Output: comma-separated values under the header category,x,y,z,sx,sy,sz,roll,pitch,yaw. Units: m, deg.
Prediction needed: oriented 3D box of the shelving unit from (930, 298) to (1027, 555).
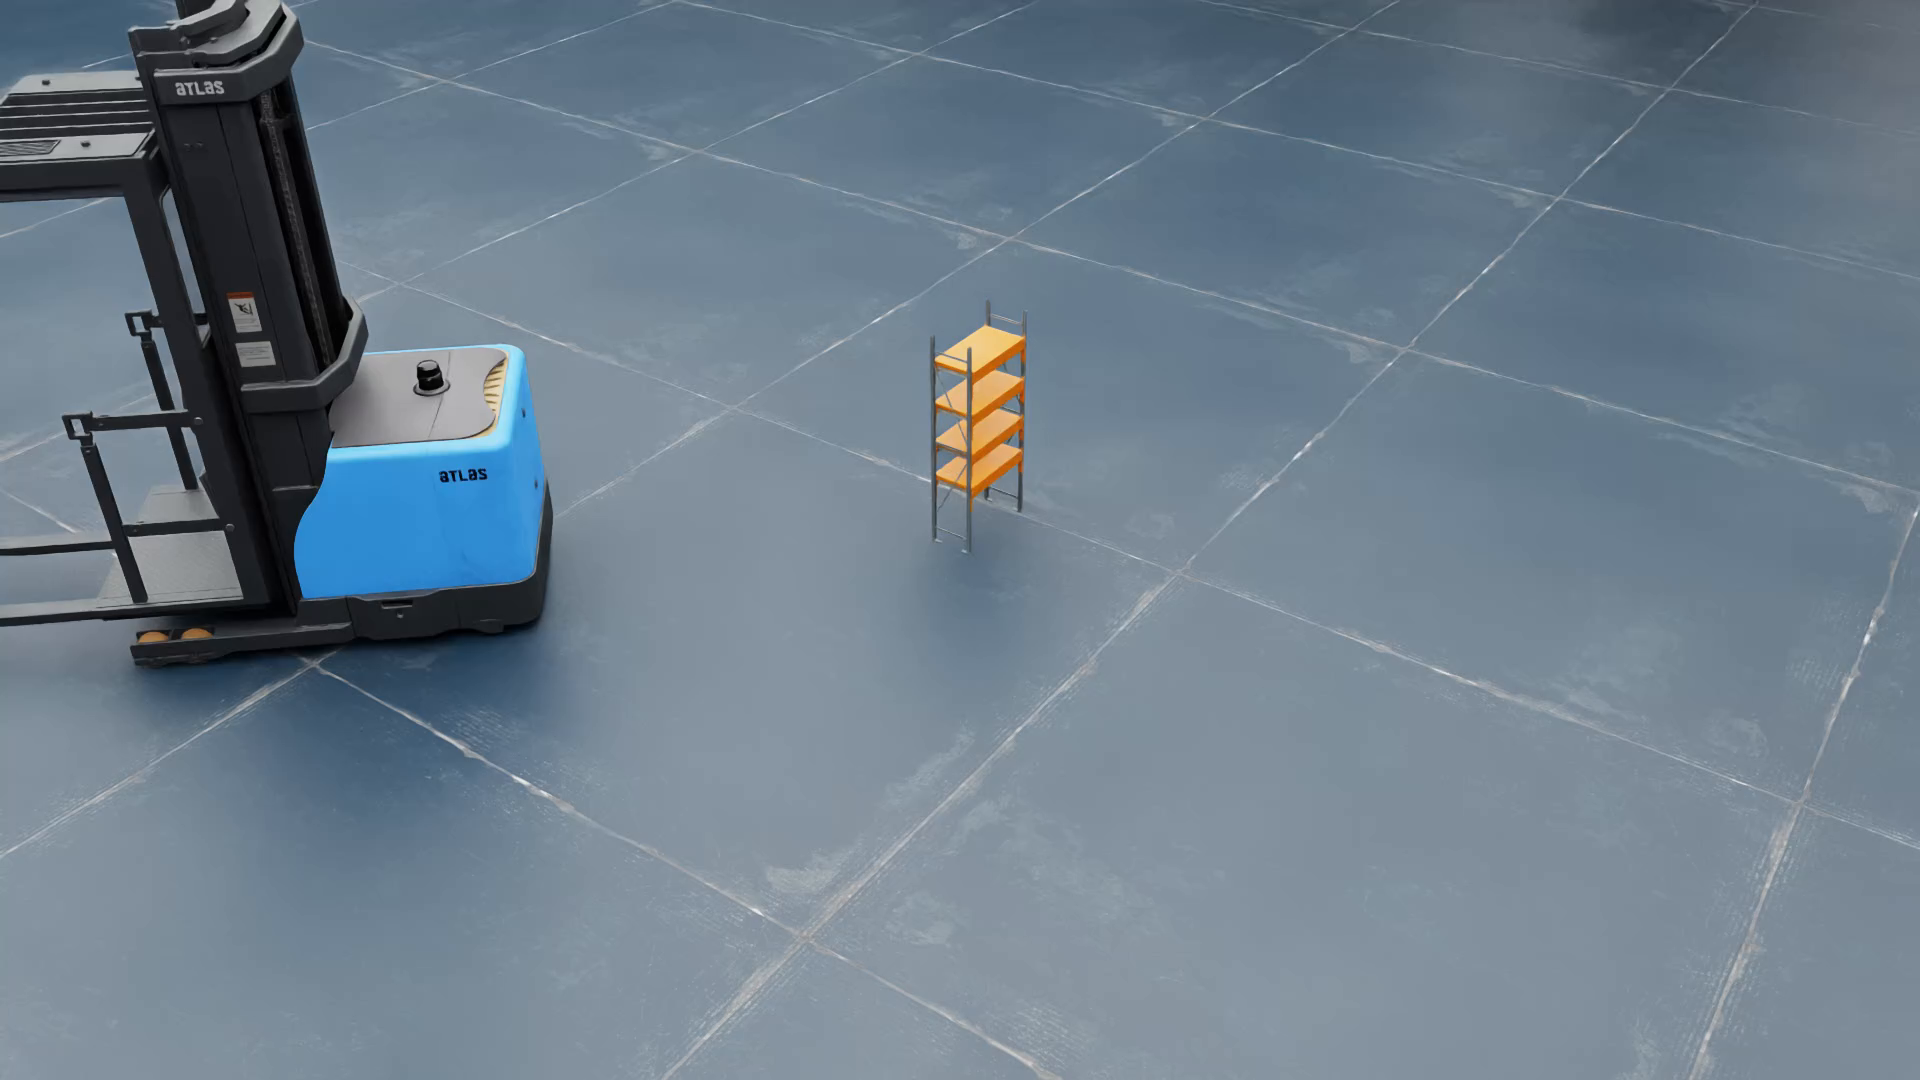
category,x,y,z,sx,sy,sz,roll,pitch,yaw
shelving unit,0.094,-0.573,8.527,0.258,1.200,0.503,21,39,28

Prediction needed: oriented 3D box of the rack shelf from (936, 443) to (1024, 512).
category,x,y,z,sx,sy,sz,roll,pitch,yaw
rack shelf,0.094,-0.353,8.675,0.258,0.148,0.480,21,39,28

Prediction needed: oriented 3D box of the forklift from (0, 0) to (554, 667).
category,x,y,z,sx,sy,sz,roll,pitch,yaw
forklift,-3.595,-0.929,7.507,3.031,2.935,1.130,-5,34,-7

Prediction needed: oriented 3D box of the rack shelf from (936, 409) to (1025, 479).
category,x,y,z,sx,sy,sz,roll,pitch,yaw
rack shelf,0.094,-0.517,8.564,0.258,0.148,0.480,21,39,28

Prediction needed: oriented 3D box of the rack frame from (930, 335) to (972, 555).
category,x,y,z,sx,sy,sz,roll,pitch,yaw
rack frame,-0.045,-0.461,8.360,0.240,1.200,0.015,21,39,28

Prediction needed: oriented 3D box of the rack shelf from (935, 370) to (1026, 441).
category,x,y,z,sx,sy,sz,roll,pitch,yaw
rack shelf,0.094,-0.703,8.439,0.258,0.148,0.480,21,39,28

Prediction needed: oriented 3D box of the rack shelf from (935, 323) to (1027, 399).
category,x,y,z,sx,sy,sz,roll,pitch,yaw
rack shelf,0.094,-0.899,8.306,0.258,0.148,0.480,21,39,28

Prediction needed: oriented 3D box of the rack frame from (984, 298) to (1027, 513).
category,x,y,z,sx,sy,sz,roll,pitch,yaw
rack frame,0.234,-0.685,8.693,0.240,1.200,0.015,21,39,28
